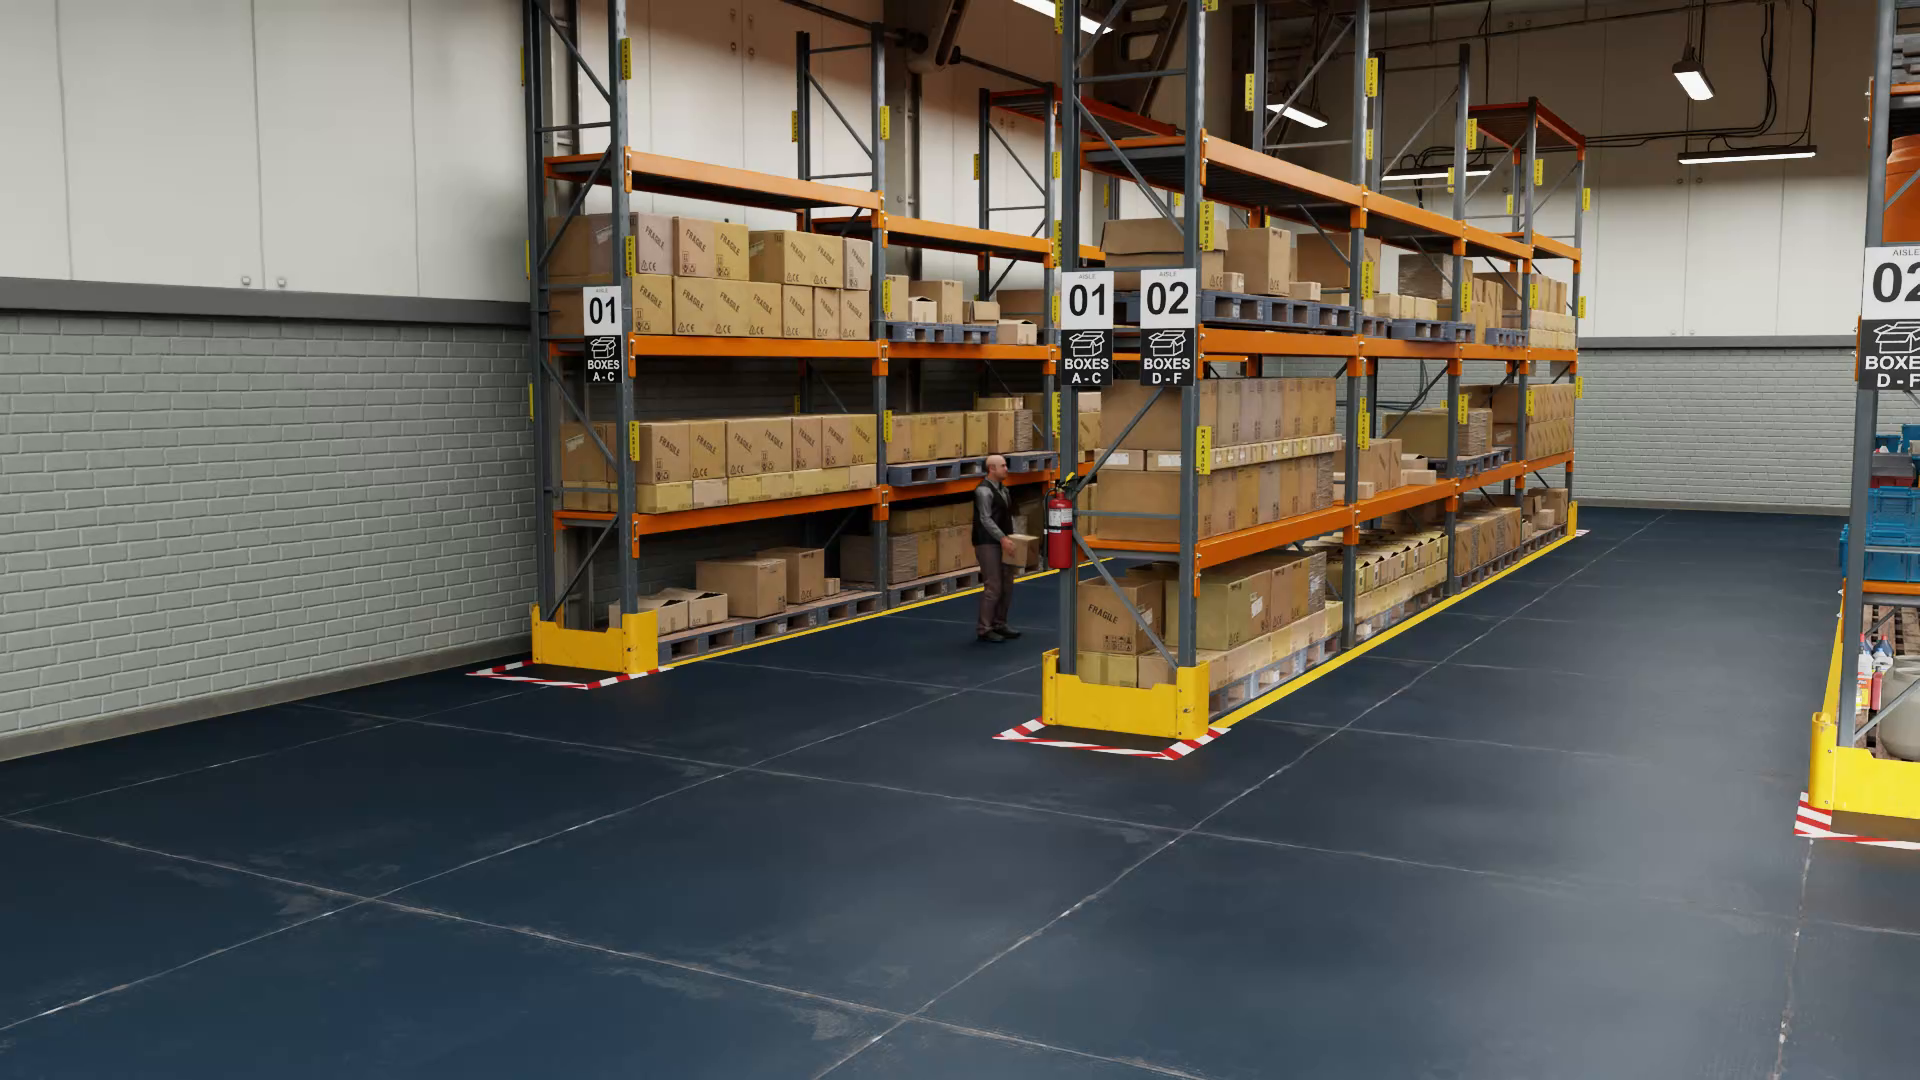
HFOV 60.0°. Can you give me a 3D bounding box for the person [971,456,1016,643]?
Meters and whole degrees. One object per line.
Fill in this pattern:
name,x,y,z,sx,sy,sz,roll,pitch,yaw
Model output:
person,0.327,0.070,15.570,0.422,1.719,0.578,3,7,26
